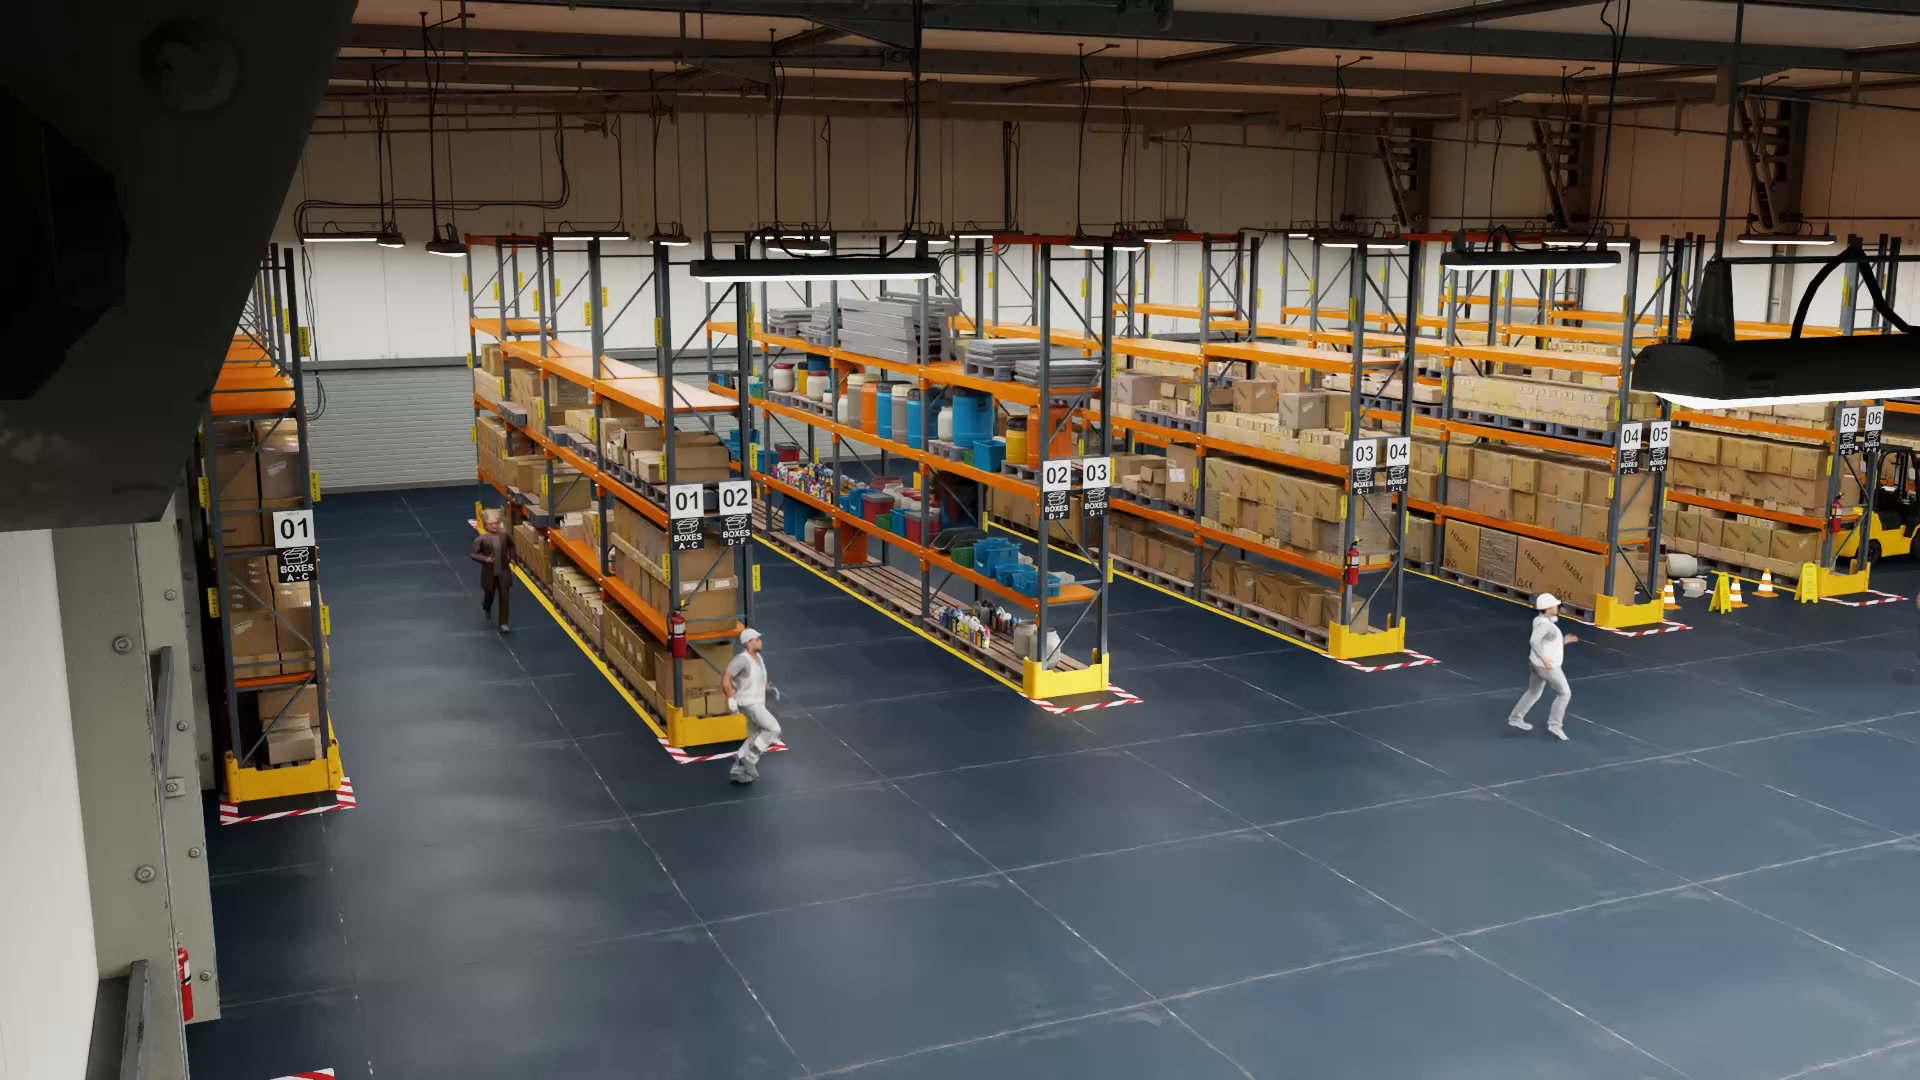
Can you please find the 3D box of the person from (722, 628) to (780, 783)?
[{"bbox_3d":[-2.319,1.868,18.914,0.625,1.715,0.702,2,11,11],"label":"person"}]

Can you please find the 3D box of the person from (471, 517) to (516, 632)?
[{"bbox_3d":[-7.232,0.510,25.884,0.721,1.750,0.958,-6,12,-27],"label":"person"}]

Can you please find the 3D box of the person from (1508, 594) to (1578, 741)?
[{"bbox_3d":[7.189,1.561,20.444,0.766,1.834,0.625,0,11,2],"label":"person"}]

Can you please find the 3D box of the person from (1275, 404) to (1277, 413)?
[{"bbox_3d":[8.168,-2.982,43.933,0.892,1.725,0.727,3,11,17],"label":"person"}]
